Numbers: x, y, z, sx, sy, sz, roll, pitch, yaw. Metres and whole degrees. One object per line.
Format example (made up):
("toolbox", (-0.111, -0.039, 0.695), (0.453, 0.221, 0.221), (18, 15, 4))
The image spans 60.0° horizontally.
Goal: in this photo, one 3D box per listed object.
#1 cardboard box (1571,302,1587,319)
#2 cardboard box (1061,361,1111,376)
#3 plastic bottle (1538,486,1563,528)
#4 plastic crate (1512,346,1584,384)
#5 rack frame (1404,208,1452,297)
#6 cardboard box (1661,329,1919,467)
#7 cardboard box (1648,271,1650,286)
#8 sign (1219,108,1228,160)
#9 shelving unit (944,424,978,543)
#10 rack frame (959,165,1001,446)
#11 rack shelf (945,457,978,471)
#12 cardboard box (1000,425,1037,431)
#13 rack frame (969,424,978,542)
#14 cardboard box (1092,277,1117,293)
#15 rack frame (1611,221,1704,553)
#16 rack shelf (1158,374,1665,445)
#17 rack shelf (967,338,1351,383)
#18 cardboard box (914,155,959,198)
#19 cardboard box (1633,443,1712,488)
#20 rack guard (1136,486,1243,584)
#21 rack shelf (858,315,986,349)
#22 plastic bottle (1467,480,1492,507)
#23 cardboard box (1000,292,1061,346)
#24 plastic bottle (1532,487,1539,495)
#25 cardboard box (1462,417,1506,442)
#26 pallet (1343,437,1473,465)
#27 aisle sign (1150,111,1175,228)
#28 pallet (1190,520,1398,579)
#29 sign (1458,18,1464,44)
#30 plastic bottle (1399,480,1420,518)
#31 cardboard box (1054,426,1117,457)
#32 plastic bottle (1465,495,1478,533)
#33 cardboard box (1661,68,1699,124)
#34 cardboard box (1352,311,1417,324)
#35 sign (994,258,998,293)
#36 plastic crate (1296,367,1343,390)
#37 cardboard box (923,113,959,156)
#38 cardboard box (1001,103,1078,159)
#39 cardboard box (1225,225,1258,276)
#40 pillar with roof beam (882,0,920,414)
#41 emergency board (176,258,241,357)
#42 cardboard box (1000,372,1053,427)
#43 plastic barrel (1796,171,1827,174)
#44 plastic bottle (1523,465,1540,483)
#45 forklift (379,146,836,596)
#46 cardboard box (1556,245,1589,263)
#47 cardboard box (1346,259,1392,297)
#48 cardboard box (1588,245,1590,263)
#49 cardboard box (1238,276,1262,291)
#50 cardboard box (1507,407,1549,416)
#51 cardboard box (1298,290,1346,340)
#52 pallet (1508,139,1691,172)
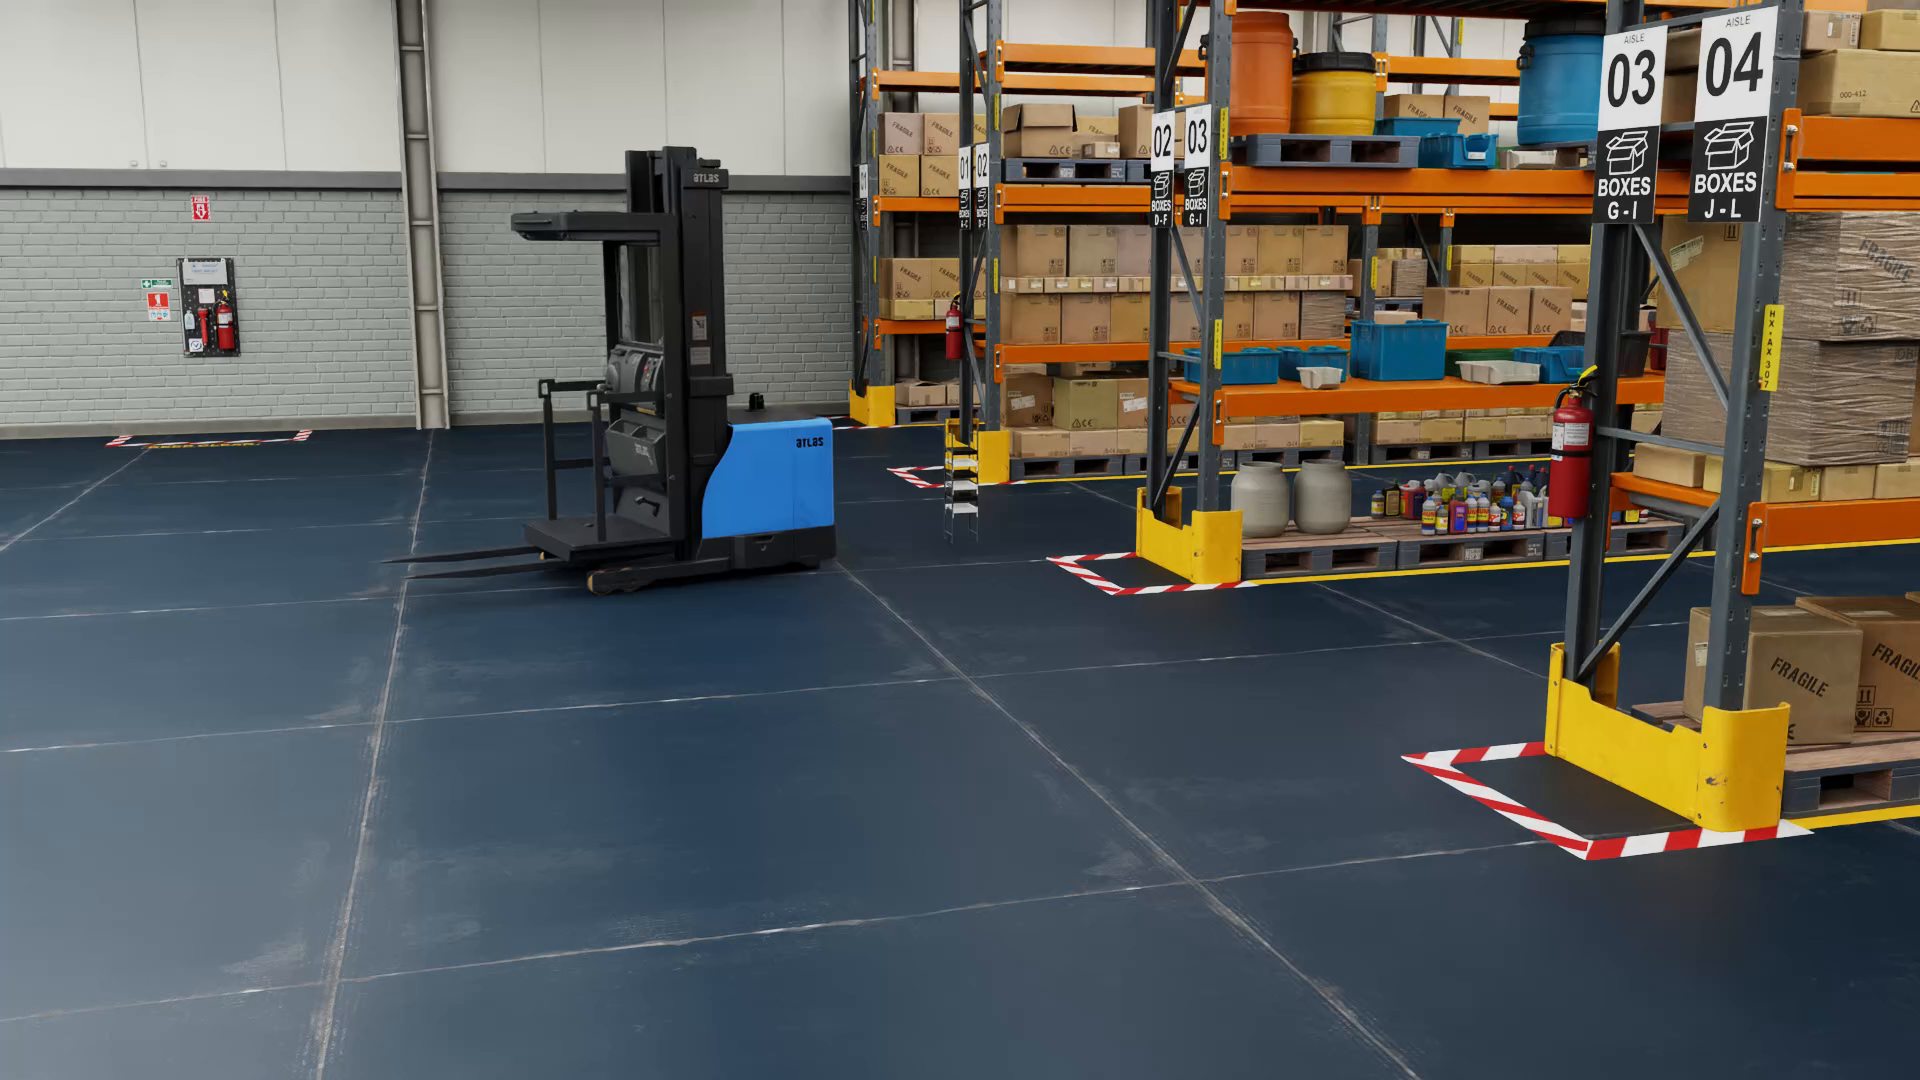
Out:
("cardboard box", (6.958, -2.477, 18.464), (0.500, 0.311, 0.500), (-3, 11, -17))
("cardboard box", (1.657, -2.119, 21.959), (0.500, 0.500, 0.500), (-4, 11, -20))
("plastic bottle", (4.379, -0.274, 12.350), (0.185, 0.351, 0.144), (-3, 11, -16))
("plastic crate", (4.424, -1.293, 12.193), (0.616, 0.251, 0.499), (-3, 11, -16))
("rack frame", (6.482, -3.394, 23.195), (0.127, 3.000, 1.000), (-3, 11, -16))
("cardboard box", (3.490, -0.624, 7.053), (0.500, 0.500, 0.875), (-3, 11, -16))
("cardboard box", (9.463, -3.707, 23.742), (0.500, 0.500, 0.500), (-3, 11, -15))
("sign", (1.720, -2.650, 10.848), (0.005, 0.325, 0.100), (-3, 11, -16))
("shelving unit", (0.008, -0.443, 12.967), (0.210, 0.900, 0.258), (-3, 11, -16))
("rack frame", (0.189, -2.128, 16.319), (0.127, 3.000, 1.000), (-3, 11, -16))
("rack shelf", (0.008, -0.587, 12.941), (0.200, 0.077, 0.258), (-3, 11, -16))
("cardboard box", (0.622, -1.060, 16.957), (0.500, 0.250, 0.500), (-3, 11, -16))
("rack frame", (0.105, -0.448, 12.995), (0.006, 0.900, 0.240), (-3, 11, -16))
("cardboard box", (1.362, -2.517, 16.366), (0.250, 0.149, 0.380), (-3, 11, -17))
("rack frame", (5.411, -1.469, 12.740), (0.127, 3.000, 1.000), (-3, 11, -16))
("rack shelf", (3.491, -1.014, 12.256), (4.000, 0.370, 1.077), (-3, 11, -16))
("rack shelf", (2.110, -1.875, 16.934), (4.000, 0.370, 1.077), (-3, 11, -16))
("cardboard box", (-0.282, -4.517, 20.683), (0.500, 0.500, 0.500), (-2, 11, -12))
("cardboard box", (3.171, -0.332, 7.260), (0.250, 0.149, 0.380), (-3, 11, -16))
("rack guard", (1.630, -0.049, 11.933), (0.348, 0.500, 1.175), (-3, 11, -16))
("rack shelf", (0.722, -2.736, 21.611), (4.000, 0.370, 1.077), (-3, 11, -16))
("plastic bottle", (3.996, -0.321, 12.815), (0.135, 0.276, 0.152), (-3, 11, -16))
("cardboard box", (0.641, -2.198, 16.426), (0.500, 0.500, 0.700), (-3, 11, -16))
("plastic bottle", (4.325, -0.257, 12.446), (0.133, 0.283, 0.061), (-3, 11, -16))
("cardboard box", (5.474, -1.214, 17.791), (0.500, 0.250, 0.500), (-3, 11, -18))
("pallet", (4.727, -1.003, 17.911), (1.213, 0.211, 1.003), (-3, 11, -16))
("aisle sign", (1.418, -2.593, 11.666), (0.004, 0.787, 0.394), (-3, 11, -16))
("pallet", (2.412, 0.053, 12.177), (1.213, 0.211, 1.003), (-3, 11, -16))
("sign", (6.643, -6.748, 22.050), (0.005, 0.325, 0.100), (-3, 11, -16))
("plastic bottle", (3.461, -0.320, 12.810), (0.135, 0.276, 0.152), (-3, 11, -16))
("cardboard box", (1.246, -0.996, 16.609), (0.500, 0.250, 0.500), (-3, 11, -16))
("plastic bottle", (3.727, -0.196, 12.146), (0.097, 0.271, 0.097), (0, 10, 0))
("cardboard box", (3.347, -1.875, 7.078), (0.500, 0.250, 0.500), (-3, 11, -15))
("cardboard box", (4.491, -2.289, 17.609), (0.500, 0.250, 0.500), (-2, 11, -12))
("sign", (0.339, -2.496, 15.708), (0.005, 0.325, 0.100), (-3, 11, -16))
("plastic crate", (2.519, -1.126, 11.607), (0.250, 0.136, 0.298), (-3, 11, -16))
("cardboard box", (-0.265, -5.008, 20.590), (0.500, 0.500, 0.500), (-3, 11, -17))
("cardboard box", (0.742, -3.957, 16.142), (0.637, 0.503, 0.797), (-2, 11, -12))
("cardboard box", (2.640, -2.943, 16.887), (0.500, 0.500, 0.700), (-3, 11, -16))
("pillar with roof beam", (0.435, -5.377, 17.397), (0.400, 9.000, 9.100), (-3, 11, -16))
("emergency board", (-8.913, -2.752, 19.713), (0.643, 1.169, 0.194), (-3, 11, -16))
("cardboard box", (0.621, -1.430, 16.891), (0.500, 0.500, 0.500), (-3, 11, -16))
("plastic barrel", (6.466, -3.287, 12.948), (0.600, 0.901, 0.600), (0, 10, 0))
("plastic bottle", (4.520, -0.414, 13.110), (0.185, 0.351, 0.144), (-3, 11, -14))
("forklift", (-2.414, -1.181, 11.365), (3.031, 2.935, 1.130), (-6, 12, -32))
("cardboard box", (8.474, -4.026, 23.407), (0.500, 0.250, 0.500), (-3, 11, -17))
("cardboard box", (5.505, -3.601, 22.828), (0.500, 0.500, 0.700), (-4, 11, -21))
("cardboard box", (8.963, -4.052, 23.547), (0.500, 0.250, 0.500), (-3, 11, -15))
("cardboard box", (2.851, -2.596, 16.796), (0.250, 0.149, 0.380), (-3, 11, -16))
("cardboard box", (5.972, -1.516, 17.881), (0.500, 0.311, 0.500), (-3, 11, -14))
("cardboard box", (3.606, -2.356, 17.282), (0.500, 0.500, 0.700), (-3, 11, -17))
("pallet", (4.745, -2.798, 12.195), (1.003, 0.211, 1.213), (-3, 11, -16))
